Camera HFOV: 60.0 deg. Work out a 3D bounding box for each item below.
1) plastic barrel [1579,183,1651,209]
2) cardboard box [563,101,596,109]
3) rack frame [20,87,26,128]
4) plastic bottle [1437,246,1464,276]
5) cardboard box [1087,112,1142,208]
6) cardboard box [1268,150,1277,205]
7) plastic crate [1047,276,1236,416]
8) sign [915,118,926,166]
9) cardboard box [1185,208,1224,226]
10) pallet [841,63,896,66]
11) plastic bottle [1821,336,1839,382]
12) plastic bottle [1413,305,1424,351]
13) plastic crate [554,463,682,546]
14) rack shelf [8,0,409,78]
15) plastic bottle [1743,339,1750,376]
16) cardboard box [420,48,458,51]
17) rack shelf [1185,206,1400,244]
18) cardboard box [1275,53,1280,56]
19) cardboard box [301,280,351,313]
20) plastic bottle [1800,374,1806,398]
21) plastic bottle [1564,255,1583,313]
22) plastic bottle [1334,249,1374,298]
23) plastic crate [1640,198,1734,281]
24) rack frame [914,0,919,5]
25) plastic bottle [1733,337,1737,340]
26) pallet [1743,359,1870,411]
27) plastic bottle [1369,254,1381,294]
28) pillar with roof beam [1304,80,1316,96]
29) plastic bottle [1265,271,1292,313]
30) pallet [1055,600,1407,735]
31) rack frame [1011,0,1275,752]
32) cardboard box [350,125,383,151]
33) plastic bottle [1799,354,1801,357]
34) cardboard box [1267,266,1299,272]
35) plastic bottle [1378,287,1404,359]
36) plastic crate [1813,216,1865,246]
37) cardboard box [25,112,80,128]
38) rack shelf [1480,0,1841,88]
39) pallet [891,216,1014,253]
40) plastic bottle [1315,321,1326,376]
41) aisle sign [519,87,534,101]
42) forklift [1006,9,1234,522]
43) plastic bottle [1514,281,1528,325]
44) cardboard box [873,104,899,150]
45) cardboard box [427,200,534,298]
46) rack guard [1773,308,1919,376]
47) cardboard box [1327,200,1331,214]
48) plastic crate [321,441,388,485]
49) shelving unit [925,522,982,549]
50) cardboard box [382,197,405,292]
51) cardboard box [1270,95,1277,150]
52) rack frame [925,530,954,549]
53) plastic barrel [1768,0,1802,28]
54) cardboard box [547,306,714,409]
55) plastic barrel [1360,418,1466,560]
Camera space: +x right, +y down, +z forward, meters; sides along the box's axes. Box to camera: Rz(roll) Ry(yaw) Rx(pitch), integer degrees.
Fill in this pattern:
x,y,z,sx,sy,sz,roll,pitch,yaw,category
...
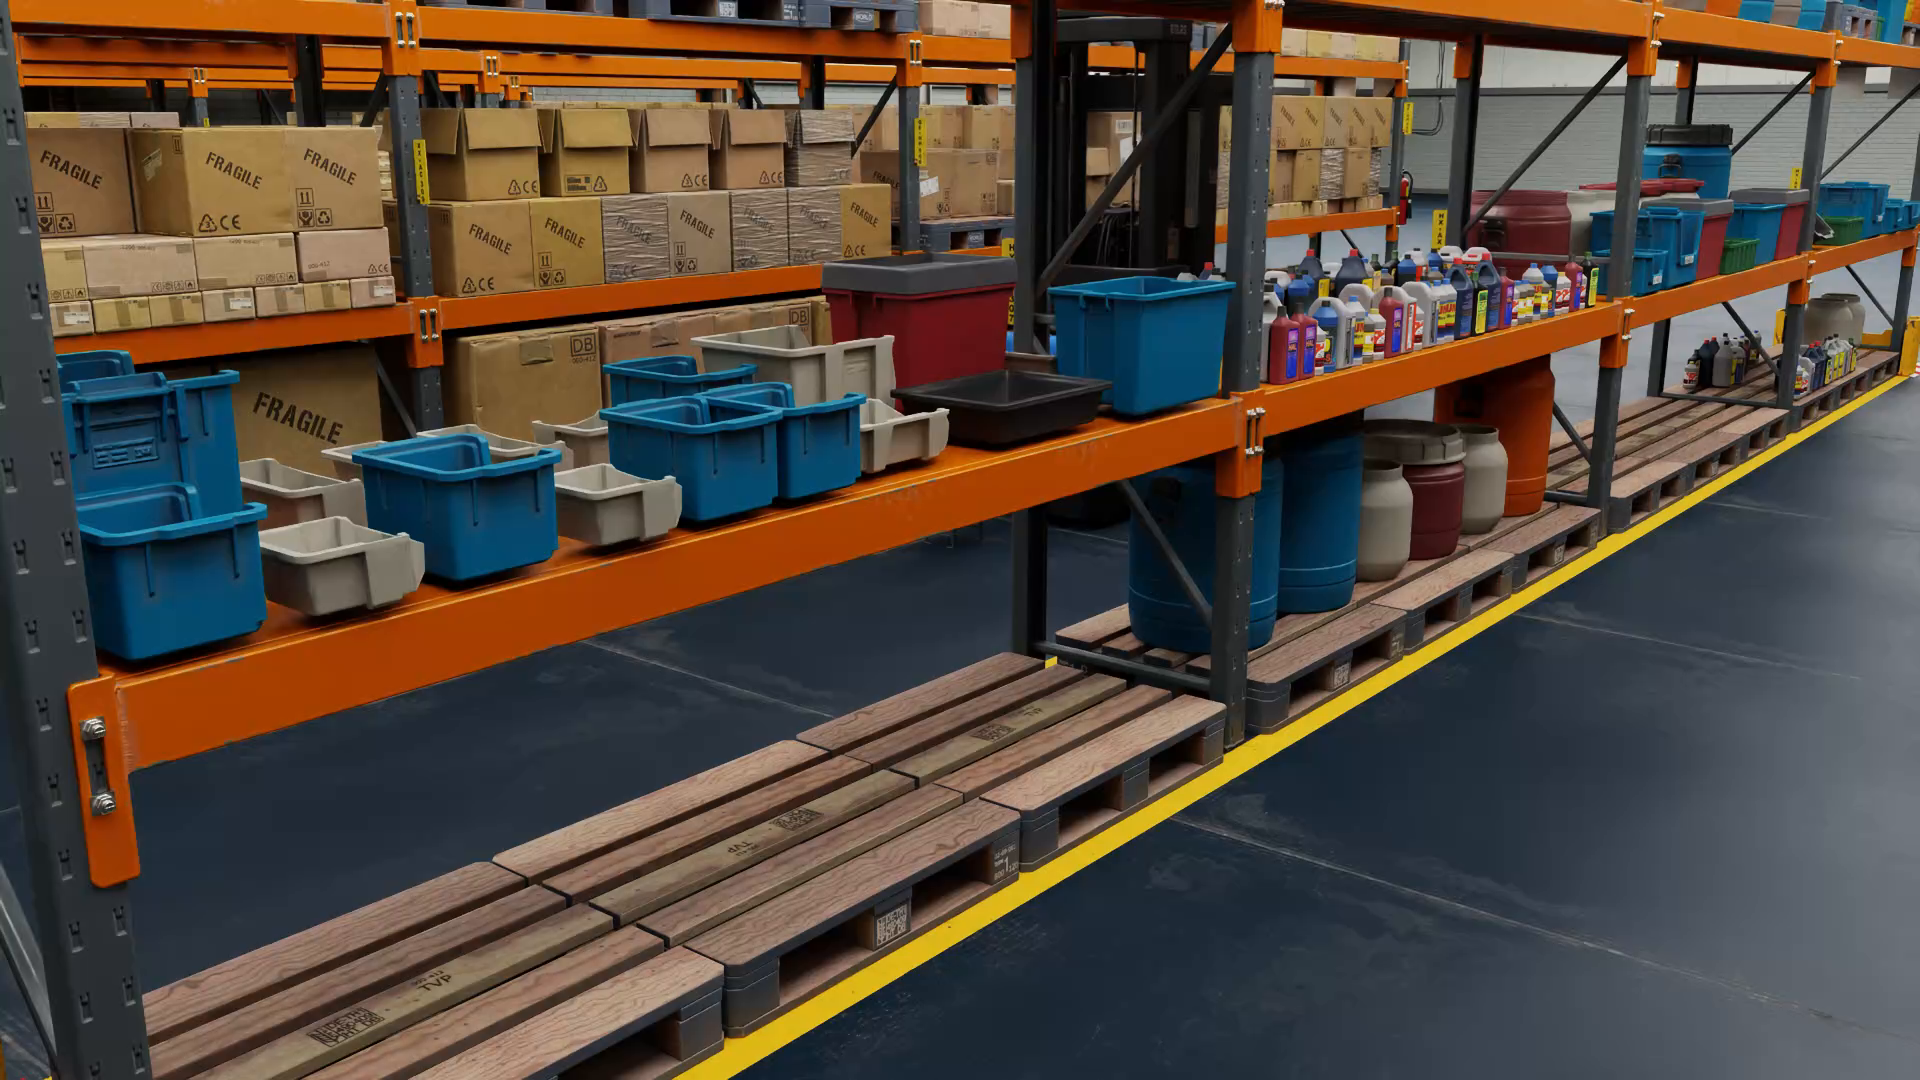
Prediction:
x,y,z,sx,sy,sz,roll,pitch,yaw,category
4.151,-1.994,10.602,0.433,0.535,0.433,0,14,0,plastic barrel
-5.122,-5.423,21.539,0.700,0.500,0.500,11,18,38,cardboard box
-7.019,-2.322,12.170,1.000,3.000,0.127,11,18,38,rack frame
2.618,-1.441,8.957,0.152,0.276,0.135,11,18,38,plastic bottle
1.195,-3.431,14.464,1.000,1.000,1.000,11,18,38,cardboard box
2.476,-3.426,15.711,0.875,0.500,0.500,11,18,38,cardboard box
0.599,-0.647,5.490,0.392,0.384,0.575,11,18,38,plastic crate
-0.277,-2.777,11.610,0.100,0.325,0.005,11,18,38,sign
2.172,-2.940,15.113,0.380,0.149,0.250,11,18,38,cardboard box
-0.702,-5.652,19.368,1.003,0.211,1.213,11,18,38,pallet
6.872,-1.438,13.177,0.144,0.351,0.185,11,18,37,plastic bottle
1.891,-0.897,6.965,0.097,0.201,0.097,0,14,0,plastic bottle
-0.783,-0.078,3.753,0.250,0.136,0.298,11,18,38,plastic crate
-4.482,-2.257,7.284,1.077,0.370,4.000,11,18,38,rack shelf
6.348,-1.478,13.471,0.061,0.283,0.133,11,18,38,plastic bottle
-4.666,-4.441,14.218,0.500,0.500,0.500,11,18,38,cardboard box
3.060,-3.101,16.700,1.077,0.370,4.000,11,18,38,rack shelf
2.614,-4.597,15.338,0.500,0.250,0.500,11,18,37,cardboard box
-3.324,-1.255,8.479,0.380,0.149,0.250,12,18,39,cardboard box
6.261,-1.170,12.426,0.097,0.201,0.097,0,14,0,plastic bottle
3.074,-1.290,8.346,0.061,0.283,0.133,11,18,38,plastic bottle
1.846,-1.184,7.793,0.144,0.351,0.185,11,18,38,plastic bottle
4.395,-1.827,10.095,0.402,0.464,0.583,11,18,38,plastic crate
-0.711,-5.208,11.349,1.000,3.000,0.127,11,18,38,rack frame
6.382,-1.535,13.720,0.097,0.271,0.097,0,14,0,plastic bottle
6.877,-1.306,13.834,1.003,0.211,1.213,11,18,38,pallet
2.063,-1.294,8.360,0.061,0.283,0.133,11,18,38,plastic bottle
13.811,-14.127,46.455,9.100,9.000,0.400,11,18,38,pillar with roof beam
1.401,-1.070,7.496,0.152,0.276,0.135,11,18,38,plastic bottle
1.145,0.442,6.955,1.003,0.211,1.213,11,18,38,pallet
0.628,-0.768,6.055,1.000,3.000,0.127,11,18,38,rack frame
-6.985,-4.579,19.396,0.500,0.500,0.500,10,18,35,cardboard box
6.483,-1.328,12.906,0.097,0.271,0.097,0,14,0,plastic bottle
3.563,-2.588,17.443,0.500,0.500,0.500,-10,17,-35,cardboard box
1.748,-0.886,6.756,0.061,0.283,0.133,11,18,38,plastic bottle
6.728,-2.414,12.964,0.450,0.188,0.662,11,18,38,plastic crate
-9.174,-4.034,16.678,0.500,0.500,0.500,11,18,38,cardboard box
4.399,-3.023,10.298,1.077,0.370,4.000,11,18,38,rack shelf
-0.346,-2.361,12.714,1.213,0.211,1.003,11,18,38,pallet
1.332,-0.727,6.295,0.097,0.201,0.097,0,14,0,plastic bottle
-6.984,-7.361,26.727,0.394,0.787,0.004,11,18,38,aisle sign
1.210,-1.829,10.369,1.130,2.935,3.031,11,18,36,forklift
2.620,-1.119,7.840,0.097,0.201,0.097,0,14,0,plastic bottle
-1.031,-4.721,19.115,0.875,0.550,0.550,11,18,38,cardboard box
-2.741,-1.633,9.255,0.500,0.500,0.500,11,18,38,cardboard box
8.158,-1.833,15.323,1.175,0.500,0.348,11,18,38,rack guard
3.526,-3.383,16.857,0.380,0.149,0.250,11,18,38,cardboard box
-1.321,-0.141,4.000,0.396,0.136,0.243,11,18,38,plastic crate
-0.034,-0.499,8.953,0.215,1.050,0.252,11,18,38,shelving unit
-3.143,-1.715,9.579,0.500,0.500,0.500,11,18,38,cardboard box
2.597,-3.887,15.493,0.500,0.500,0.500,11,18,38,cardboard box
-0.110,-0.475,8.861,0.200,1.050,0.008,11,18,38,rack frame
5.094,-3.741,10.646,0.600,0.901,0.600,0,14,0,plastic barrel
-2.277,-1.005,10.451,1.225,0.875,0.875,10,18,36,cardboard box
2.138,-0.257,8.085,0.600,0.588,0.708,11,18,38,plastic barrel
